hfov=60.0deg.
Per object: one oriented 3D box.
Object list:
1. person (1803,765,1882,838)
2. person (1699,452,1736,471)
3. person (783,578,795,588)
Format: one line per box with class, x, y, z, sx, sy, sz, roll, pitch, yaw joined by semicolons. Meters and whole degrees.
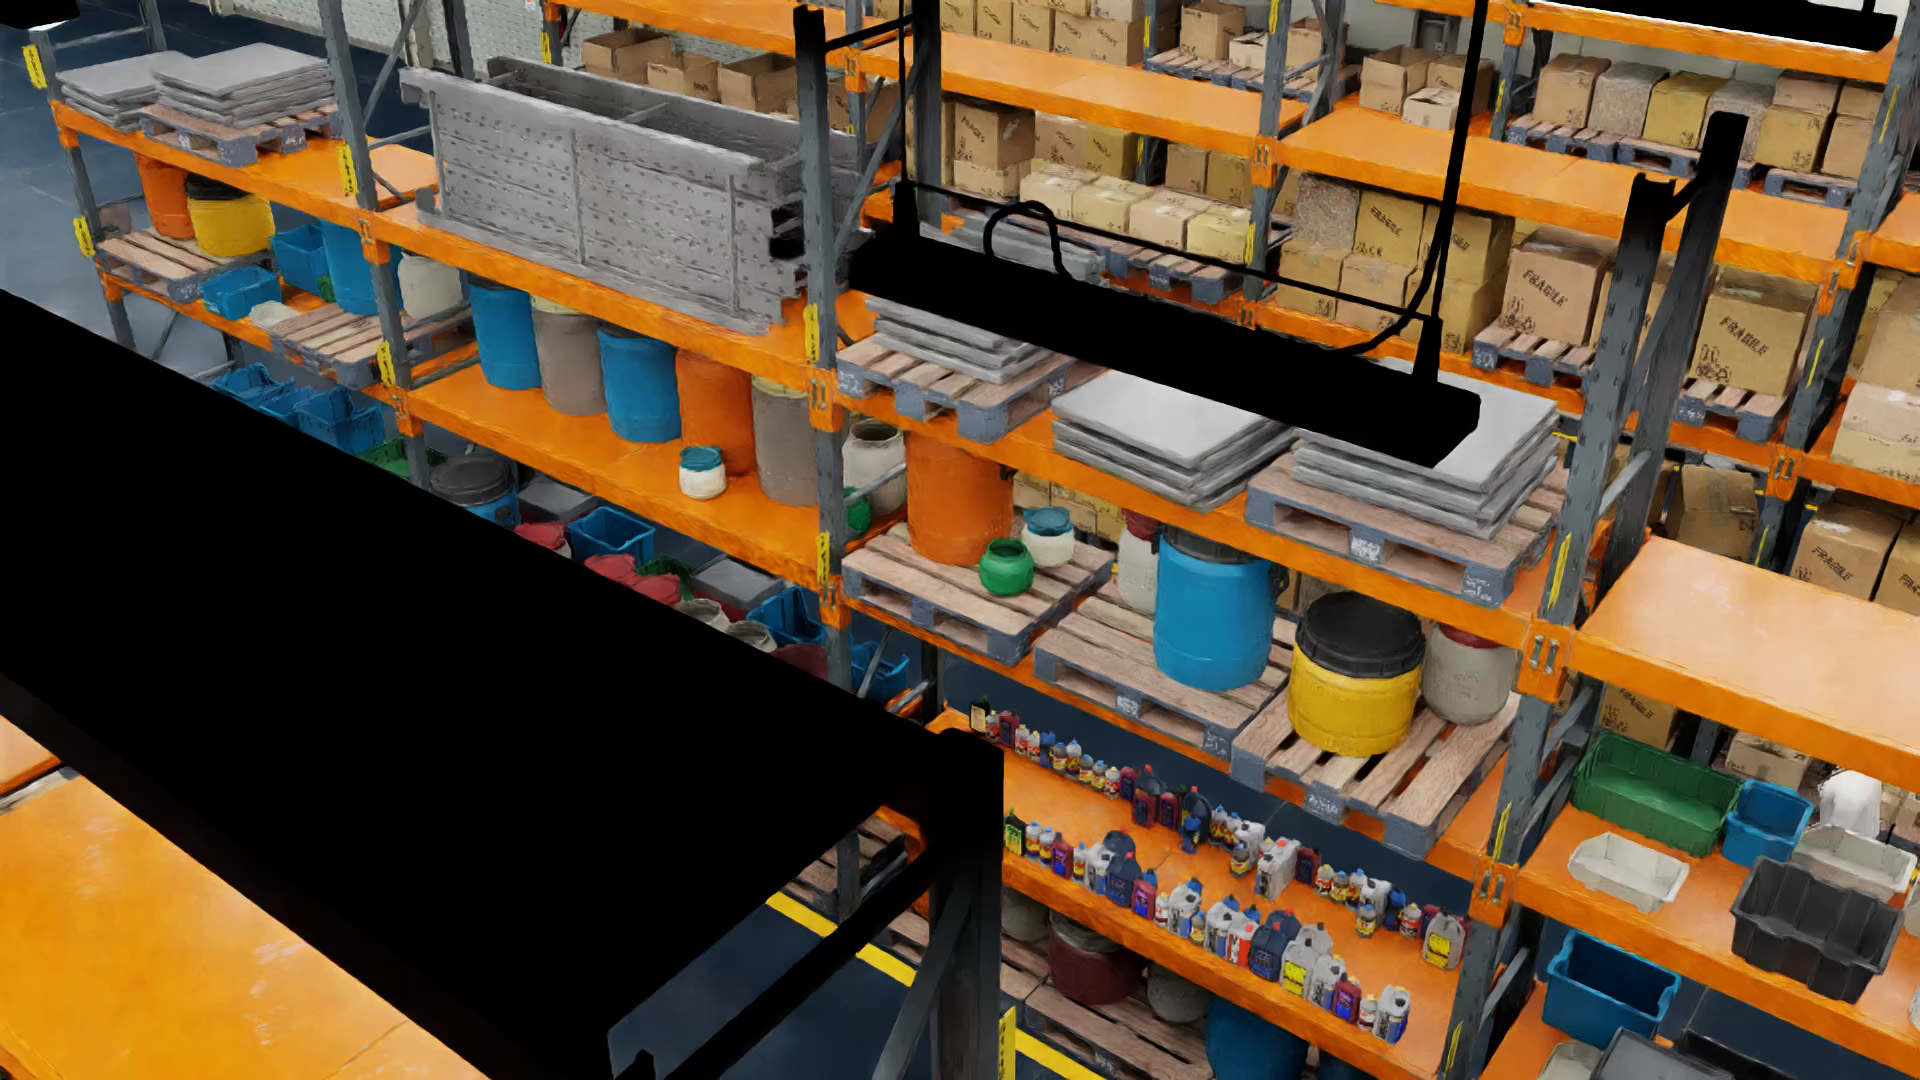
person;5.507;1.949;10.526;1.193;1.594;0.588;20;37;30
person;6.113;0.029;13.673;1.086;1.587;0.495;23;38;33
person;-1.741;-0.081;13.851;1.086;1.589;0.495;23;38;33
